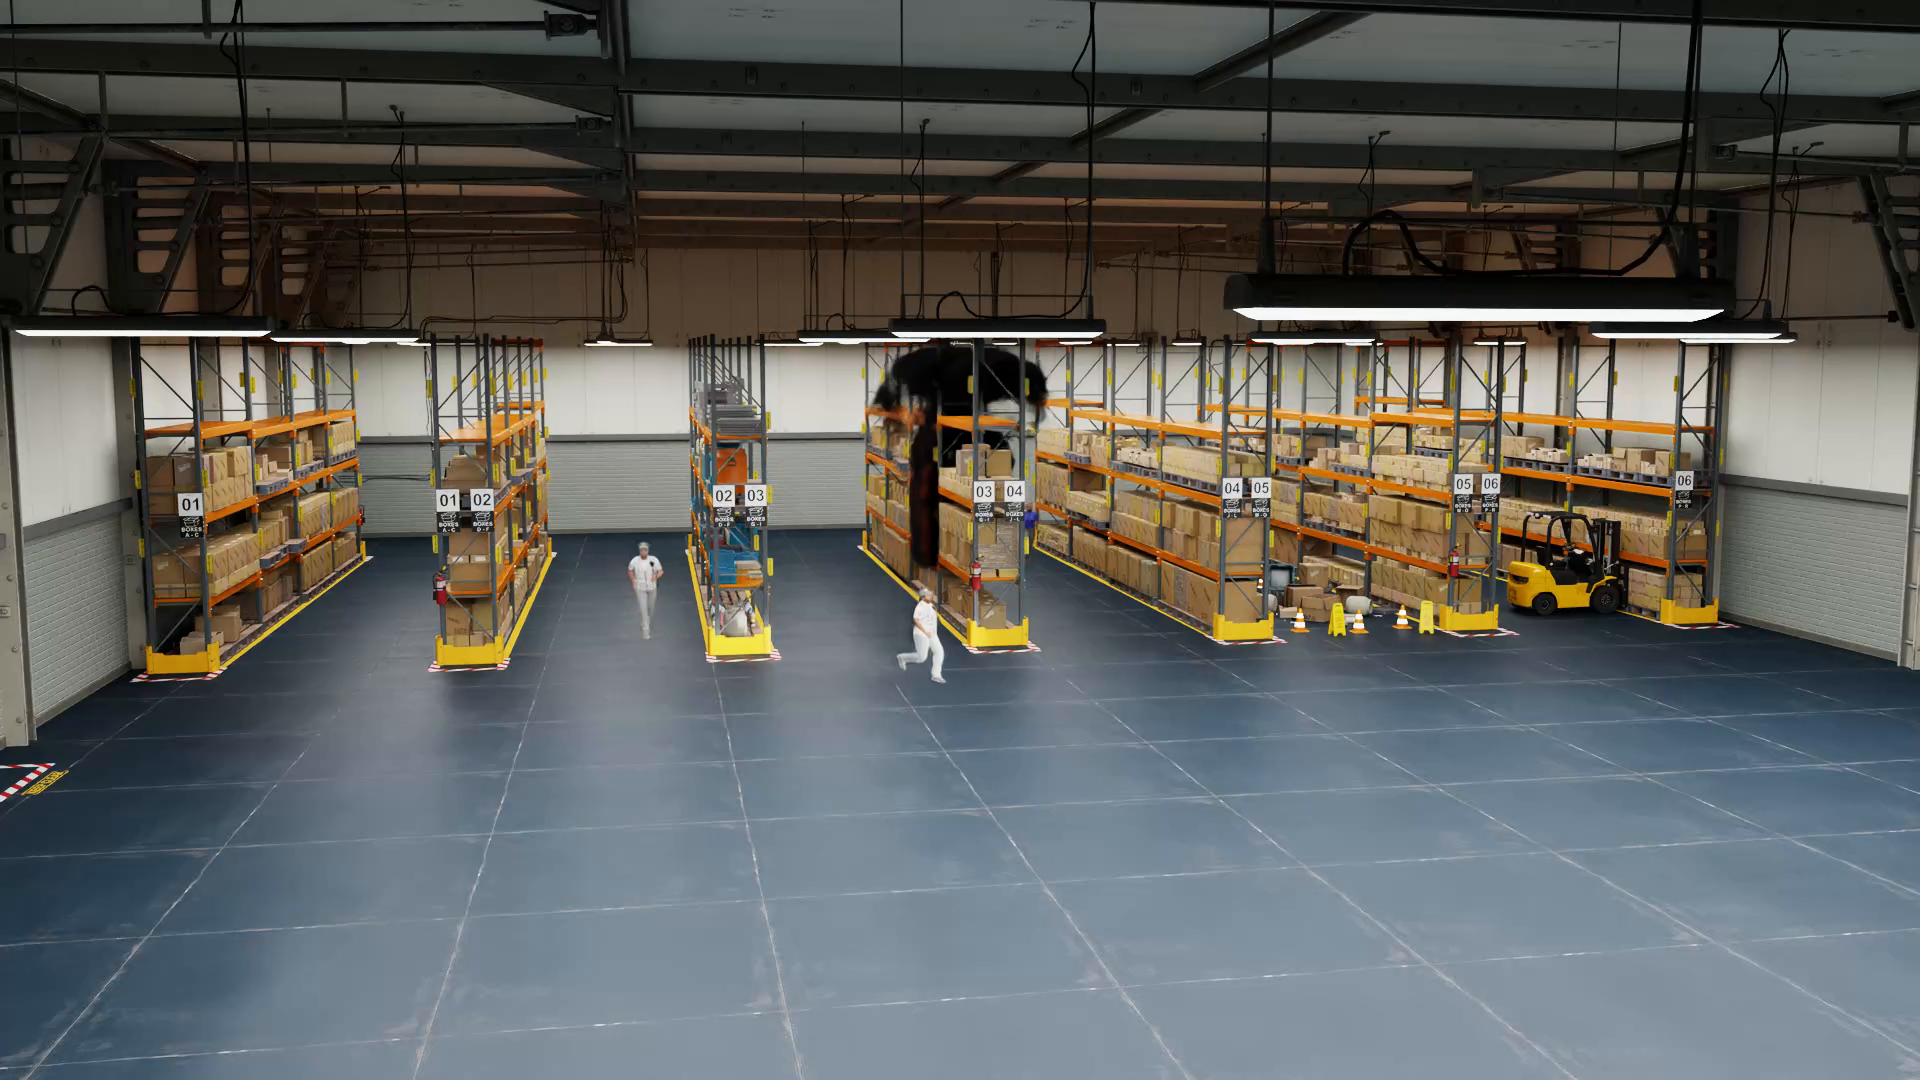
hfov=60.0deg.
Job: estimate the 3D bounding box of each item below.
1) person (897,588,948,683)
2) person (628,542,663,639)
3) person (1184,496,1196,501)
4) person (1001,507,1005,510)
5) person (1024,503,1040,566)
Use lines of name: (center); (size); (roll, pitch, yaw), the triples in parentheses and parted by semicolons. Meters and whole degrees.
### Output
person: (-0.636, 1.660, 28.751); (0.890, 1.628, 0.595); (3, 7, 25)
person: (-5.984, 0.937, 31.713); (0.648, 1.821, 0.779); (-2, 7, -17)
person: (7.026, -0.909, 50.802); (0.660, 1.697, 0.647); (0, 7, 2)
person: (1.344, -0.568, 49.004); (0.608, 1.360, 0.688); (3, 7, 21)
person: (1.835, -0.158, 44.359); (0.555, 1.692, 0.786); (-2, 7, -13)
